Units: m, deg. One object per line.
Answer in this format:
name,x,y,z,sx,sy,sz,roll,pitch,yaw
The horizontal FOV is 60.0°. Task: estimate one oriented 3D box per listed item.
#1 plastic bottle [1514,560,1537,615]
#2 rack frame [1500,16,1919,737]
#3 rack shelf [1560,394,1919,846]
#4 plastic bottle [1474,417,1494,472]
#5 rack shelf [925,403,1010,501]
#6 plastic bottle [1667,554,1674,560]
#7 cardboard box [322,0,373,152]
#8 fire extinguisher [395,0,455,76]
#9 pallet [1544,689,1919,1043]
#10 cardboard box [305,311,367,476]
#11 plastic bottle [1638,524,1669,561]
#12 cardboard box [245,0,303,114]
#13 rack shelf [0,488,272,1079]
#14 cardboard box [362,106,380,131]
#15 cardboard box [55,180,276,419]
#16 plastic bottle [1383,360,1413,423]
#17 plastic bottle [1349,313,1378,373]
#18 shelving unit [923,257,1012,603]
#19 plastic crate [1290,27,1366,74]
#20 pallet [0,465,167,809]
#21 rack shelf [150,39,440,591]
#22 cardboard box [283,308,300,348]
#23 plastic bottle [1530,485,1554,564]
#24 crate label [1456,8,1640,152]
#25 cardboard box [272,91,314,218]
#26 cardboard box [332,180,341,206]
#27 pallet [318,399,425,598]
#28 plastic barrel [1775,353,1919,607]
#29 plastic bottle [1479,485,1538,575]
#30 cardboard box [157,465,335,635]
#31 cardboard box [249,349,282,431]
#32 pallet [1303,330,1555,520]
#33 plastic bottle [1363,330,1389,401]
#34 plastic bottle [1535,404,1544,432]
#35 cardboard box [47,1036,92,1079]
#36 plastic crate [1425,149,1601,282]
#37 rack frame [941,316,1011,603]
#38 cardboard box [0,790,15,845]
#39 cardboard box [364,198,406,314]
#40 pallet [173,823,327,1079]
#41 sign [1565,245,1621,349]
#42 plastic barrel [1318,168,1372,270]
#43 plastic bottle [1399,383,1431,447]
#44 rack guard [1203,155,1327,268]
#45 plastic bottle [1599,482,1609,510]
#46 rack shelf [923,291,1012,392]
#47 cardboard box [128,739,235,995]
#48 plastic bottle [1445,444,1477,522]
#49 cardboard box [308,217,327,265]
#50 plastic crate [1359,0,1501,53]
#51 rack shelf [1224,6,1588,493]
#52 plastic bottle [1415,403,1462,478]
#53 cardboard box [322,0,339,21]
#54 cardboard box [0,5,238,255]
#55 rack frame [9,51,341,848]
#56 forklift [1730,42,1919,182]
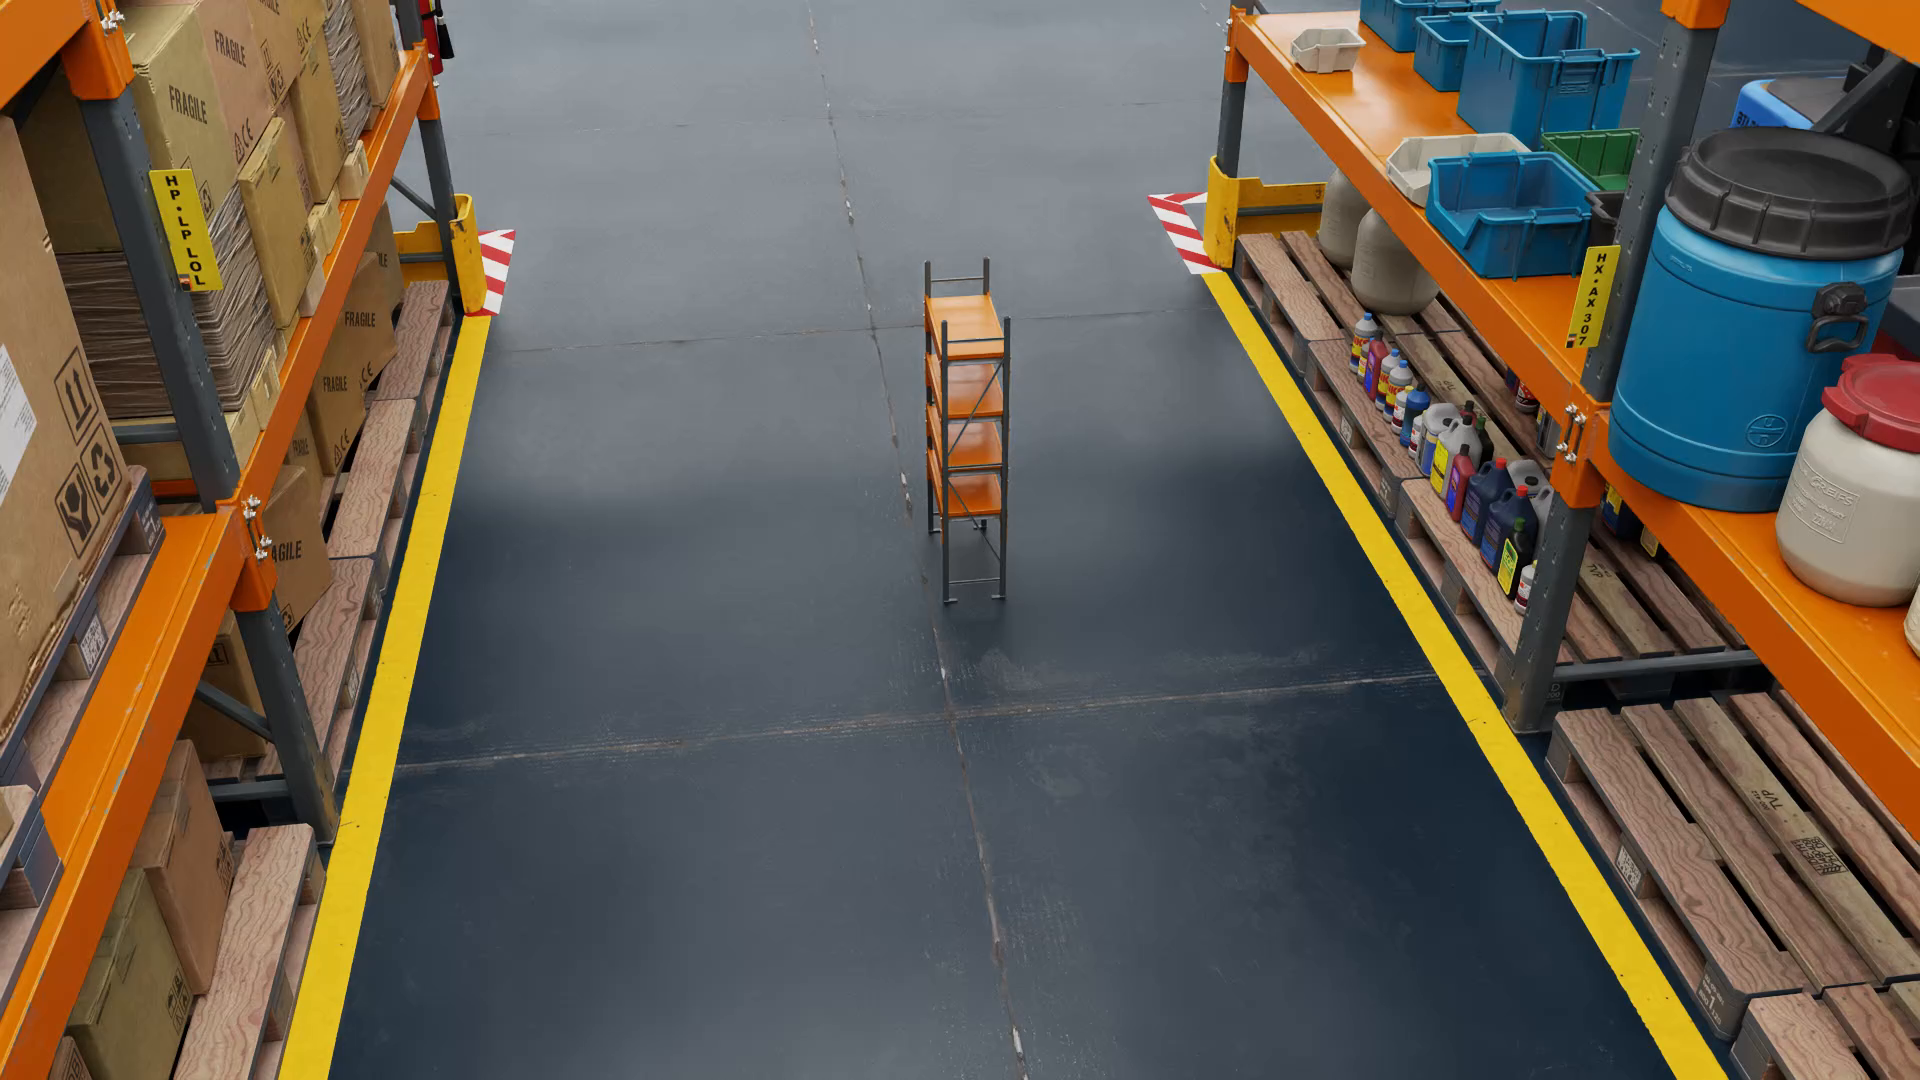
plastic bottle,2.047,0.164,5.941,0.097,0.201,0.097,0,34,0
rack frame,2.405,-0.632,5.014,1.000,3.000,0.127,-4,35,-6
rack shelf,2.674,0.781,3.579,1.077,0.370,4.000,-4,35,-6
plastic bottle,2.061,-0.339,6.605,0.061,0.283,0.133,-4,35,-6
rack shelf,0.022,-0.348,6.314,0.258,0.148,0.480,-4,35,-6
plastic bottle,2.726,-0.078,6.229,0.152,0.276,0.135,-3,34,-5
cardboard box,-2.784,-1.792,6.363,0.875,0.500,0.500,-4,35,-6
fire extinguisher,-2.600,-2.556,7.906,0.296,0.674,0.183,-4,35,-6
pallet,2.549,0.955,5.161,1.003,0.211,1.213,-4,35,-6
cardboard box,-2.794,-0.598,6.811,0.500,0.500,0.500,-1,34,-2
plastic bottle,2.620,-0.072,6.214,0.061,0.283,0.133,-4,35,-6
cardboard box,-2.447,-1.663,5.286,0.500,0.500,0.500,-4,35,-6
rack shelf,-2.234,1.156,3.029,1.077,0.370,4.000,-4,35,-6
cardboard box,-2.662,-1.826,6.989,0.380,0.149,0.250,-4,35,-6
cardboard box,-2.502,-0.677,4.727,0.875,0.500,0.500,-4,35,-6
plastic bottle,1.861,-0.636,7.052,0.097,0.271,0.097,0,34,0
plastic bottle,1.802,-0.883,7.415,0.097,0.271,0.097,0,34,0
shelving unit,0.022,-0.403,6.277,0.258,1.200,0.503,-4,35,-6
plastic crate,1.668,-2.232,7.595,0.298,0.136,0.250,-4,35,-6
pallet,-2.545,0.260,3.876,1.003,0.211,1.213,-4,35,-6
rack shelf,-2.772,-1.076,6.304,1.077,0.370,4.000,-4,35,-6
cardboard box,-2.359,-0.713,5.355,0.380,0.149,0.250,-4,35,-6
plastic bottle,2.175,-0.068,6.148,0.144,0.351,0.185,-4,35,-6
crate label,2.382,-1.872,6.802,0.502,0.435,0.616,-4,35,-6
cardboard box,-2.702,-1.230,5.539,0.875,0.500,0.500,-4,35,-6
cardboard box,-2.528,-1.268,6.170,0.380,0.149,0.250,-4,35,-6
pallet,-2.796,-0.159,6.796,1.003,0.211,1.213,-4,35,-6
plastic barrel,2.316,-0.138,4.168,0.433,0.535,0.433,0,34,0
plastic bottle,2.033,-0.057,6.131,0.144,0.351,0.185,-5,35,-8
cardboard box,-2.602,0.057,5.849,0.500,0.500,0.500,6,35,9
cardboard box,-2.255,-0.437,4.950,0.380,0.149,0.250,-4,35,-6
pallet,2.188,-0.540,7.355,1.003,0.211,1.213,-4,35,-6
plastic bottle,1.814,-0.761,7.224,0.061,0.283,0.133,-4,34,-6
plastic bottle,2.486,-0.552,6.991,0.097,0.201,0.097,0,34,0
cardboard box,-2.321,1.518,3.688,0.700,0.500,0.500,-7,35,-10
plastic crate,1.987,-1.168,5.932,0.499,0.251,0.616,-4,35,-6
rack frame,0.055,-0.267,6.077,0.240,1.200,0.015,-4,35,-6
cardboard box,-2.179,0.487,2.907,0.797,0.503,0.637,-1,34,-1
cardboard box,-2.974,-1.280,7.812,0.500,0.500,0.500,2,34,2
pallet,-2.397,1.330,4.612,1.003,0.211,1.213,-4,35,-6
sign,1.858,-0.711,4.884,0.100,0.325,0.005,-4,35,-6
plastic barrel,2.031,-1.648,8.341,0.421,0.512,0.421,0,34,0
plastic bottle,1.889,-0.523,6.886,0.097,0.271,0.097,0,34,0
rack guard,1.924,-1.793,8.936,1.175,0.500,0.348,-4,35,-6
plastic bottle,2.568,-0.240,6.471,0.097,0.271,0.097,0,34,0
rack shelf,0.022,-0.728,6.055,0.258,0.148,0.480,-4,35,-6
cardboard box,-2.442,0.938,4.539,0.700,0.500,0.500,-7,35,-10
plastic bottle,1.943,-0.224,6.436,0.061,0.283,0.133,-2,34,-3
cardboard box,-2.427,-0.992,5.765,0.380,0.149,0.250,-4,35,-6
plastic crate,2.231,-2.546,7.955,0.499,0.251,0.616,-4,35,-6
rack shelf,2.136,-1.451,6.854,1.077,0.370,4.000,-4,35,-6
plastic bottle,1.945,-0.404,6.708,0.152,0.276,0.135,-4,34,-6
cardboard box,-2.585,-2.221,6.104,0.500,0.500,0.500,-4,35,-6
cardboard box,-2.312,-1.105,4.467,0.500,0.500,0.500,-4,35,-6
rack frame,-2.503,-0.257,4.464,1.000,3.000,0.127,-4,35,-6
forklift,4.478,-1.786,6.768,1.130,2.935,3.031,-3,34,-5
